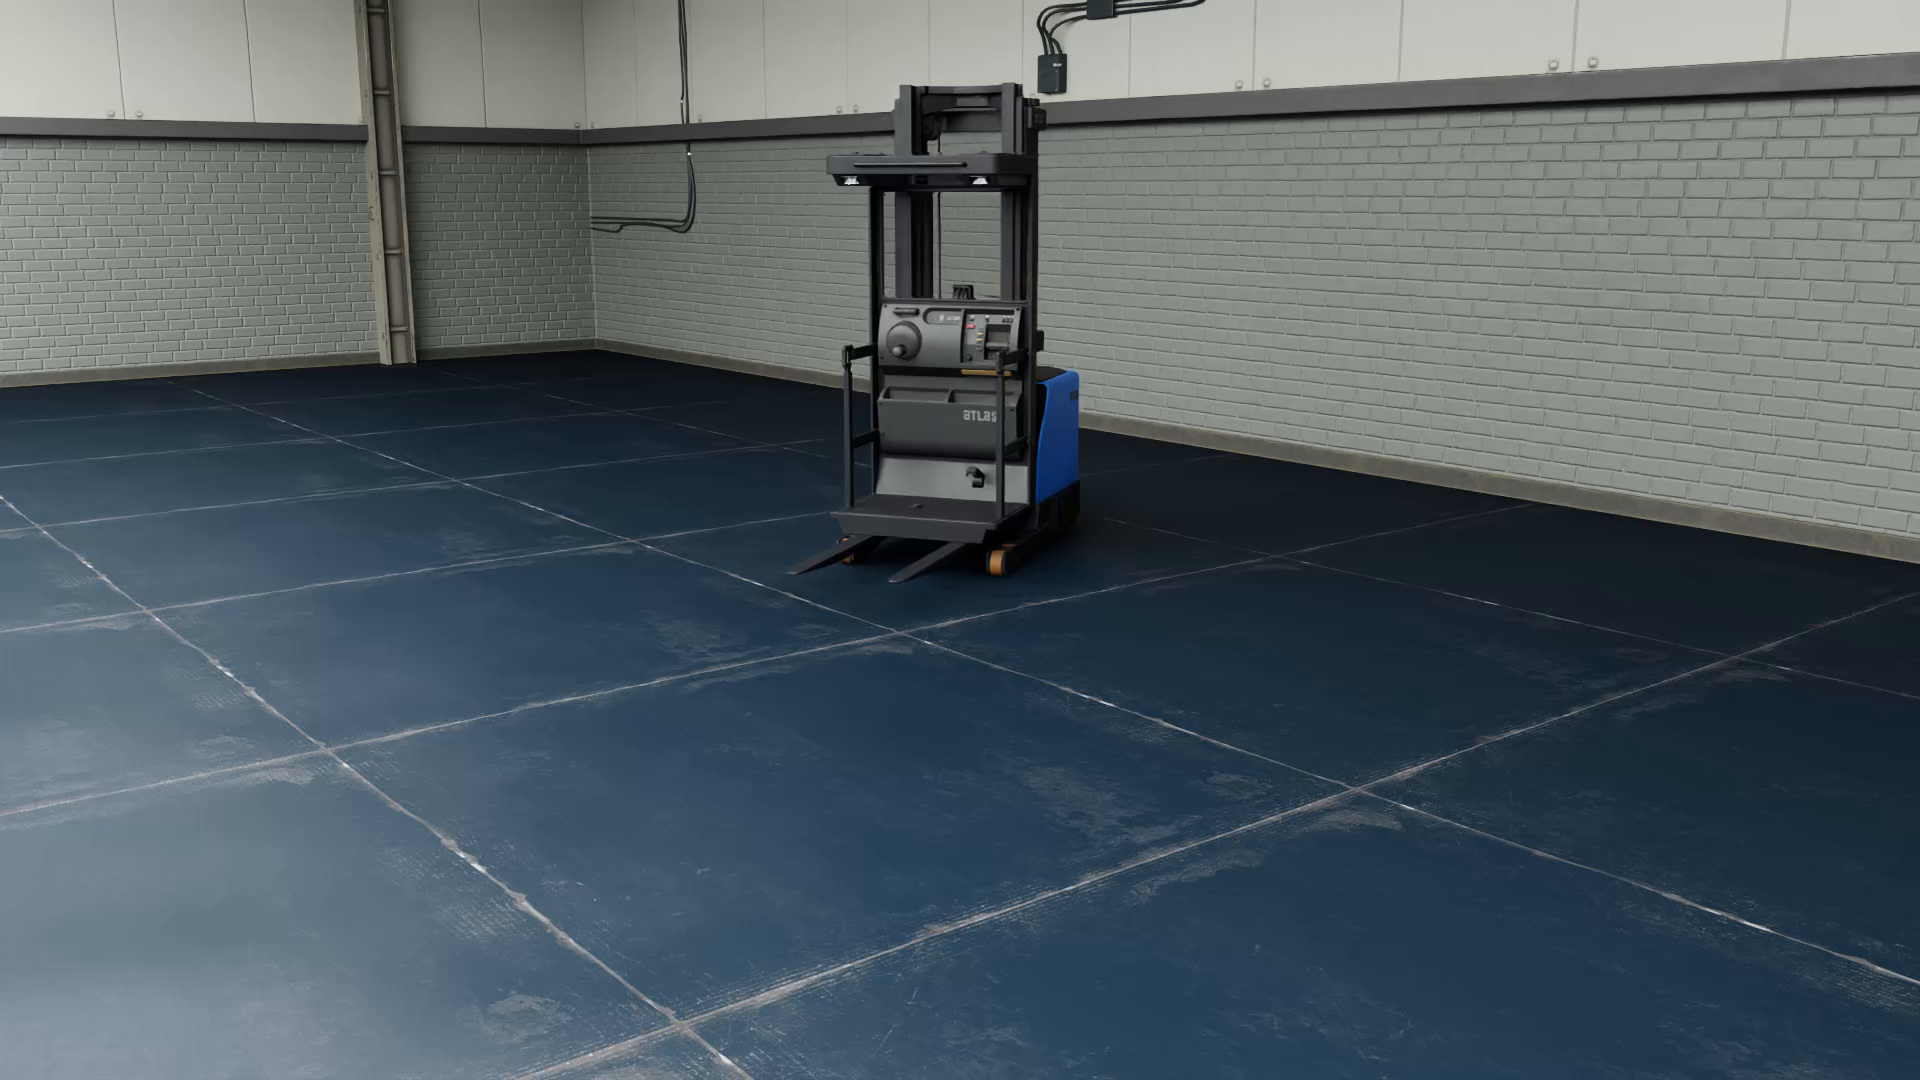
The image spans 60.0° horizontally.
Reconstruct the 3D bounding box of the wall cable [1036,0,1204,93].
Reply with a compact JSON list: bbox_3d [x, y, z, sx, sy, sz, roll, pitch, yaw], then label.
[{"bbox_3d":[1.495,-7.074,14.591,0.169,6.003,2.305,-9,15,-38],"label":"wall cable"}]

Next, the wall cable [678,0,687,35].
[{"bbox_3d":[-2.733,-7.465,19.937,0.112,2.526,3.097,-9,15,-38],"label":"wall cable"}]

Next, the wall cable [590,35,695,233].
[{"bbox_3d":[-4.423,-5.434,22.528,0.112,2.526,3.097,-9,15,-38],"label":"wall cable"}]

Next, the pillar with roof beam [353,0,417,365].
[{"bbox_3d":[-4.860,-6.086,18.127,0.400,9.000,9.100,-9,15,-38],"label":"pillar with roof beam"}]

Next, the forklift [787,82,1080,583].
[{"bbox_3d":[-0.135,-1.307,10.227,1.130,2.935,3.031,4,13,19],"label":"forklift"}]
